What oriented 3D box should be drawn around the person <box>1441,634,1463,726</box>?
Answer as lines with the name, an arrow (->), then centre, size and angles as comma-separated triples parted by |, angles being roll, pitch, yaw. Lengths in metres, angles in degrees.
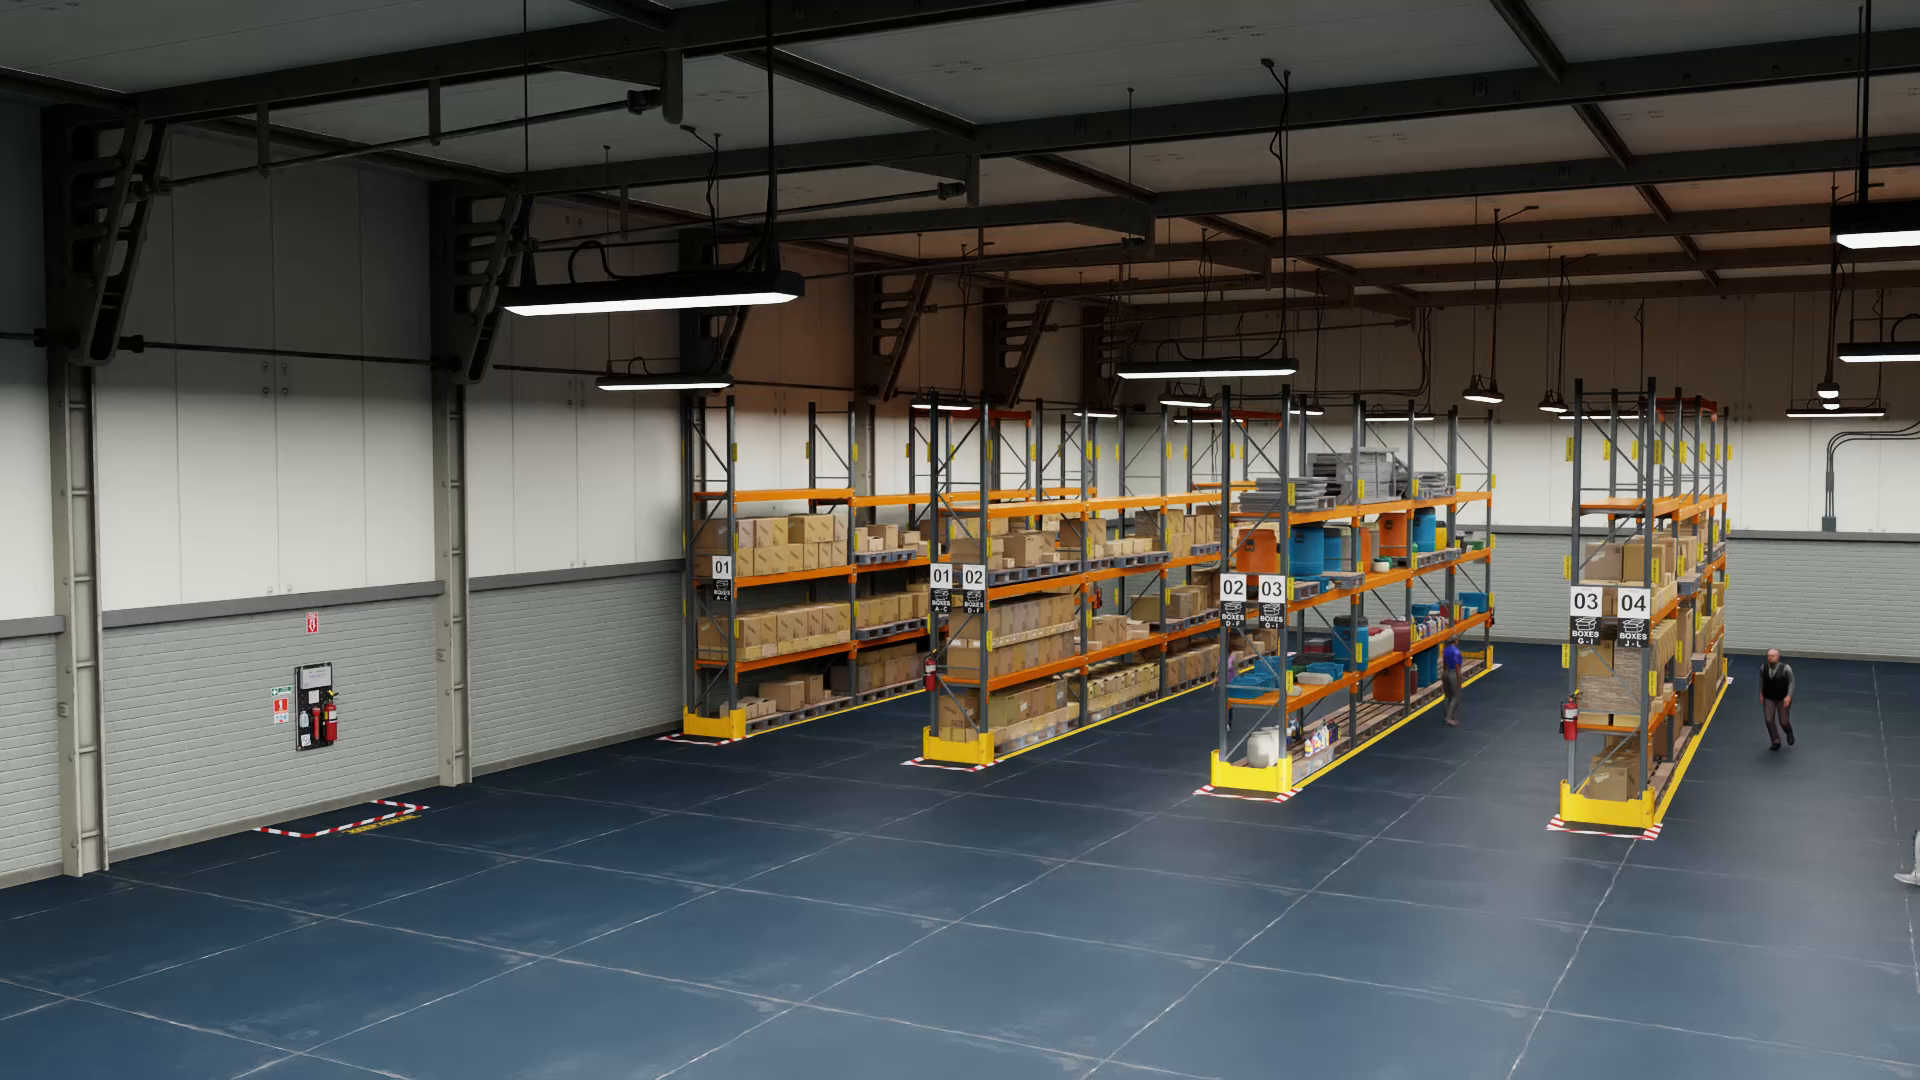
person -> 9.042, 2.584, 30.649 | 0.436, 1.703, 0.531 | -1, 3, -21

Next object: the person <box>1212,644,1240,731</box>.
person -> 4.811, 2.639, 30.044 | 0.450, 1.546, 0.839 | 2, 4, 35

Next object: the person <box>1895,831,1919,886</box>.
person -> 11.353, 3.134, 19.062 | 1.064, 1.710, 0.594 | 2, 4, 34

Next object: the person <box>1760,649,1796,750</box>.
person -> 13.850, 2.680, 28.133 | 0.598, 1.695, 0.656 | 3, 4, 44
